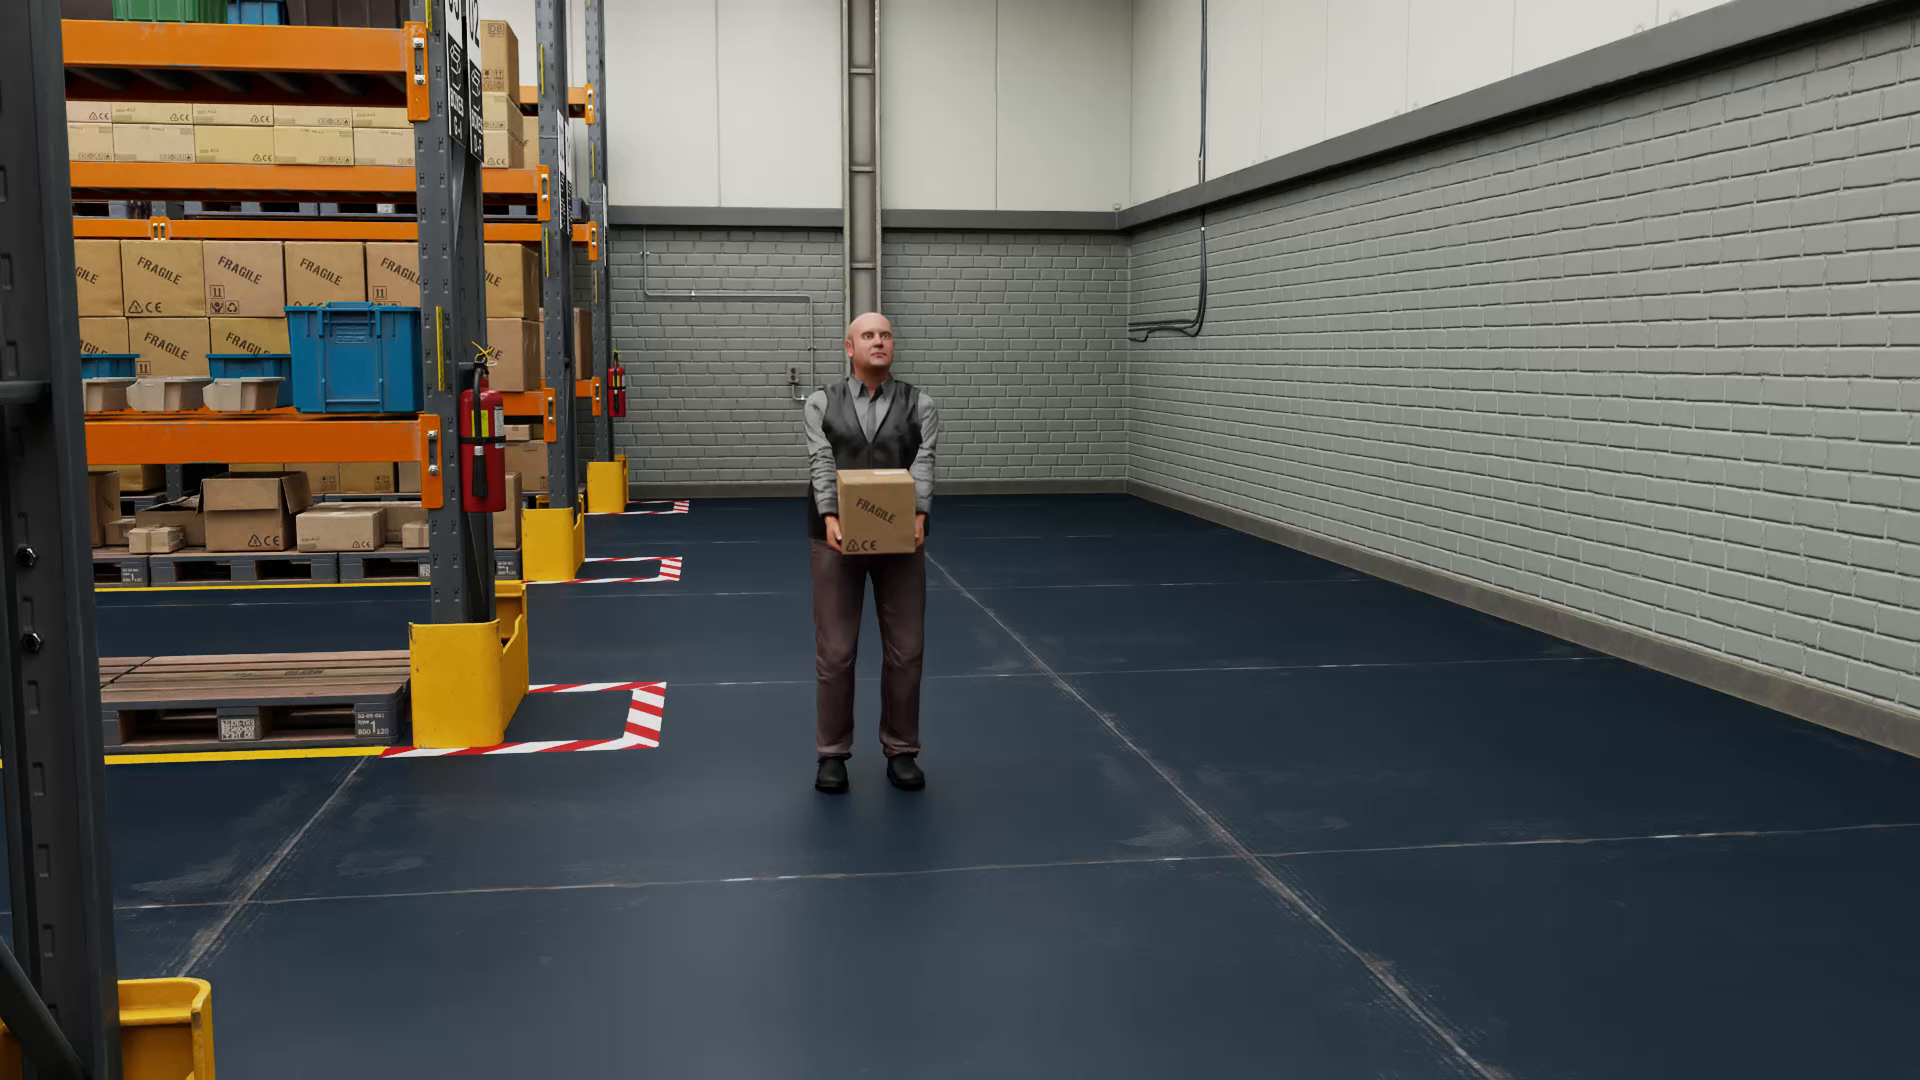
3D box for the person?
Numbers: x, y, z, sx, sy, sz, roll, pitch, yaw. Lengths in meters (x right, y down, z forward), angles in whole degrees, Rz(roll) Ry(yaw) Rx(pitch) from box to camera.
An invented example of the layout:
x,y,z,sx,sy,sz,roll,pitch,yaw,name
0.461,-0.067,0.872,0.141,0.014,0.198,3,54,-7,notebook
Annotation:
x,y,z,sx,sy,sz,roll,pitch,yaw,name
-0.305,0.045,5.964,0.494,1.712,0.559,-1,7,-9,person
